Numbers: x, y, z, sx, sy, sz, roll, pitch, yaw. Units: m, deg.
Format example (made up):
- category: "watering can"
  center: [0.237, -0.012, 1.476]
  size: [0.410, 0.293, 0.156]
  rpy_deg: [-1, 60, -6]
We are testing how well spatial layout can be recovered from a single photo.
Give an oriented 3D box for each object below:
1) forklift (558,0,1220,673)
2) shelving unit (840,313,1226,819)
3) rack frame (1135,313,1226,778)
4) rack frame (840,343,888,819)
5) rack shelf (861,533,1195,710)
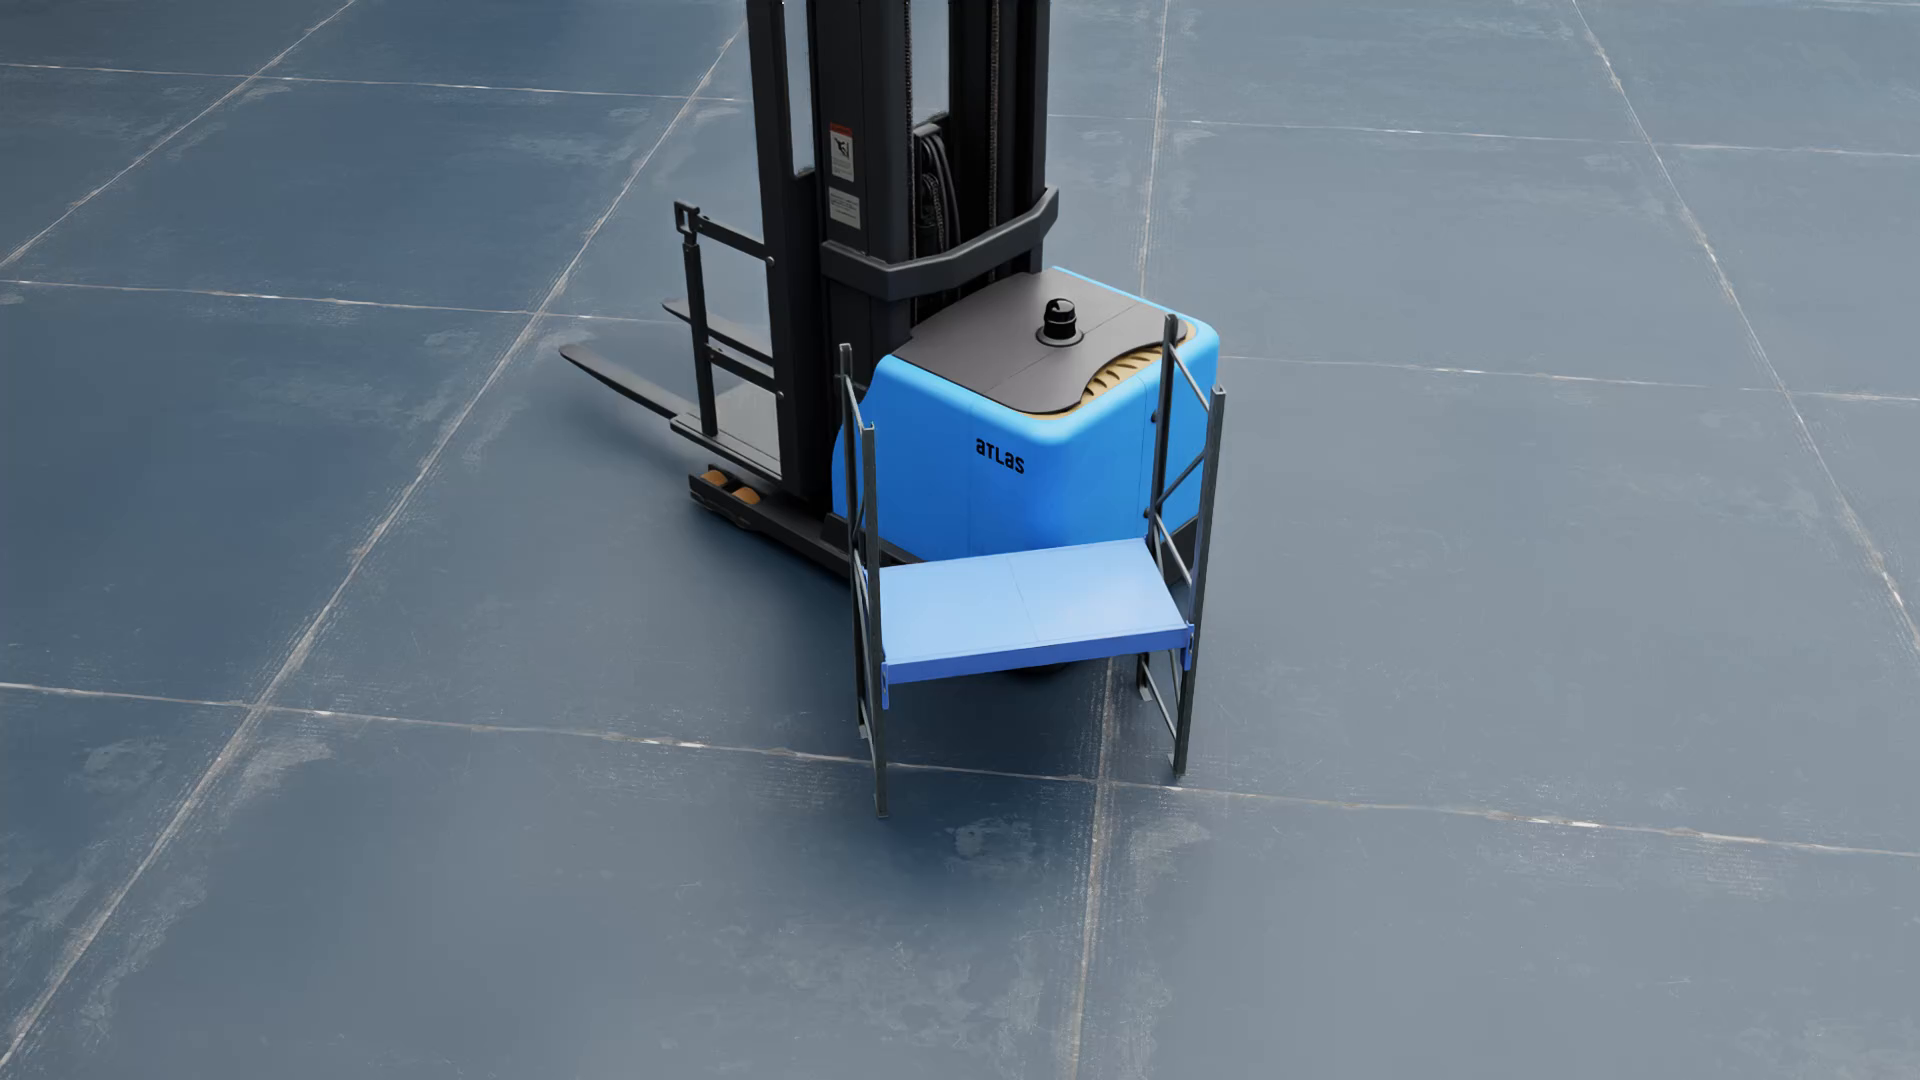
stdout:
- category: "forklift"
  center: [-0.484, -1.443, 6.250]
  size: [3.031, 2.935, 1.130]
  rpy_deg: [27, 44, 33]
- category: "shelving unit"
  center: [0.200, 0.106, 5.310]
  size: [1.048, 1.500, 0.538]
  rpy_deg: [-6, 36, -9]
- category: "rack frame"
  center: [0.699, 0.049, 5.390]
  size: [0.032, 1.500, 0.500]
  rpy_deg: [-6, 36, -9]
- category: "rack frame"
  center: [-0.299, 0.163, 5.231]
  size: [0.032, 1.500, 0.500]
  rpy_deg: [-6, 36, -9]
- category: "rack shelf"
  center: [0.200, 0.252, 5.415]
  size: [1.000, 0.185, 0.538]
  rpy_deg: [-6, 36, -9]
